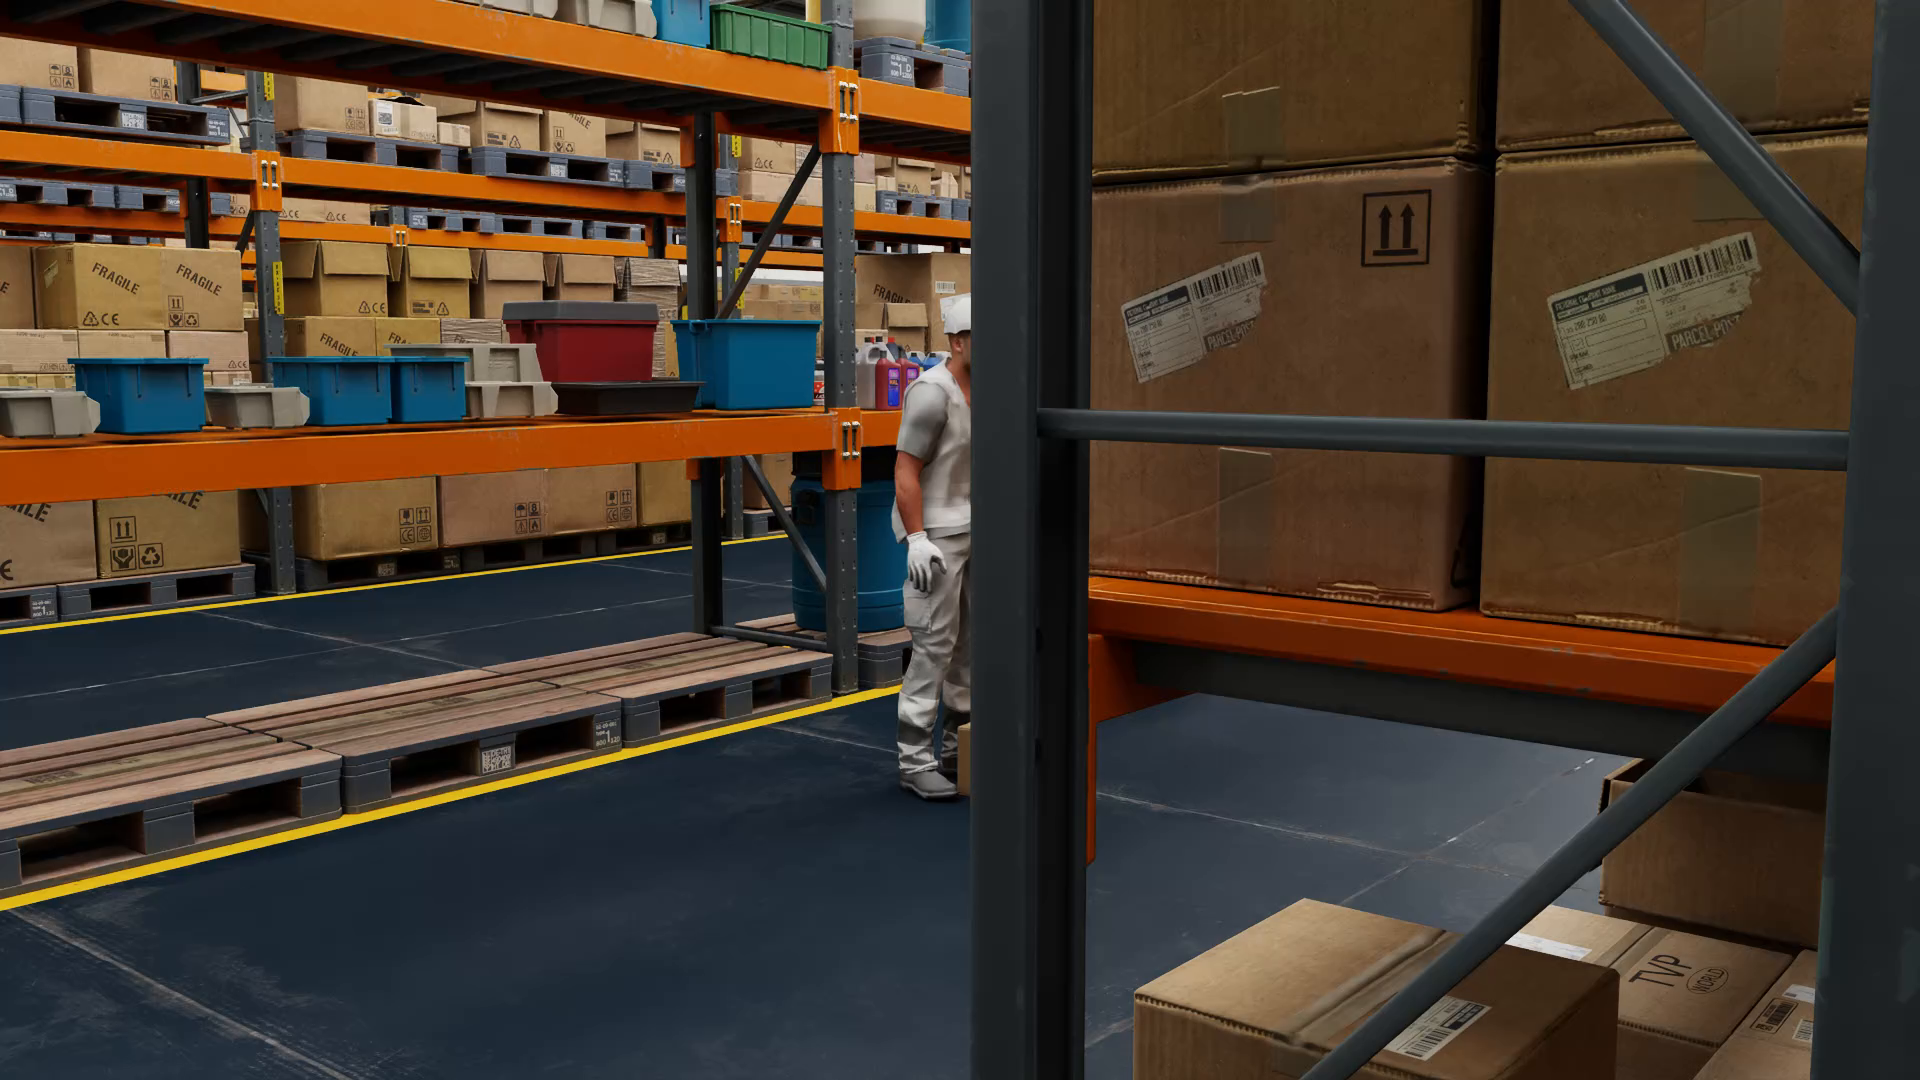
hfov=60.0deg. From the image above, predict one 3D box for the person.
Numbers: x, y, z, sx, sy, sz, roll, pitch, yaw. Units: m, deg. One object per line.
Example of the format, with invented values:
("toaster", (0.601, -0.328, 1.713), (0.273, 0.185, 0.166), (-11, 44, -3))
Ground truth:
("person", (-0.005, 0.012, 6.053), (0.447, 1.780, 0.623), (5, 8, 36))
